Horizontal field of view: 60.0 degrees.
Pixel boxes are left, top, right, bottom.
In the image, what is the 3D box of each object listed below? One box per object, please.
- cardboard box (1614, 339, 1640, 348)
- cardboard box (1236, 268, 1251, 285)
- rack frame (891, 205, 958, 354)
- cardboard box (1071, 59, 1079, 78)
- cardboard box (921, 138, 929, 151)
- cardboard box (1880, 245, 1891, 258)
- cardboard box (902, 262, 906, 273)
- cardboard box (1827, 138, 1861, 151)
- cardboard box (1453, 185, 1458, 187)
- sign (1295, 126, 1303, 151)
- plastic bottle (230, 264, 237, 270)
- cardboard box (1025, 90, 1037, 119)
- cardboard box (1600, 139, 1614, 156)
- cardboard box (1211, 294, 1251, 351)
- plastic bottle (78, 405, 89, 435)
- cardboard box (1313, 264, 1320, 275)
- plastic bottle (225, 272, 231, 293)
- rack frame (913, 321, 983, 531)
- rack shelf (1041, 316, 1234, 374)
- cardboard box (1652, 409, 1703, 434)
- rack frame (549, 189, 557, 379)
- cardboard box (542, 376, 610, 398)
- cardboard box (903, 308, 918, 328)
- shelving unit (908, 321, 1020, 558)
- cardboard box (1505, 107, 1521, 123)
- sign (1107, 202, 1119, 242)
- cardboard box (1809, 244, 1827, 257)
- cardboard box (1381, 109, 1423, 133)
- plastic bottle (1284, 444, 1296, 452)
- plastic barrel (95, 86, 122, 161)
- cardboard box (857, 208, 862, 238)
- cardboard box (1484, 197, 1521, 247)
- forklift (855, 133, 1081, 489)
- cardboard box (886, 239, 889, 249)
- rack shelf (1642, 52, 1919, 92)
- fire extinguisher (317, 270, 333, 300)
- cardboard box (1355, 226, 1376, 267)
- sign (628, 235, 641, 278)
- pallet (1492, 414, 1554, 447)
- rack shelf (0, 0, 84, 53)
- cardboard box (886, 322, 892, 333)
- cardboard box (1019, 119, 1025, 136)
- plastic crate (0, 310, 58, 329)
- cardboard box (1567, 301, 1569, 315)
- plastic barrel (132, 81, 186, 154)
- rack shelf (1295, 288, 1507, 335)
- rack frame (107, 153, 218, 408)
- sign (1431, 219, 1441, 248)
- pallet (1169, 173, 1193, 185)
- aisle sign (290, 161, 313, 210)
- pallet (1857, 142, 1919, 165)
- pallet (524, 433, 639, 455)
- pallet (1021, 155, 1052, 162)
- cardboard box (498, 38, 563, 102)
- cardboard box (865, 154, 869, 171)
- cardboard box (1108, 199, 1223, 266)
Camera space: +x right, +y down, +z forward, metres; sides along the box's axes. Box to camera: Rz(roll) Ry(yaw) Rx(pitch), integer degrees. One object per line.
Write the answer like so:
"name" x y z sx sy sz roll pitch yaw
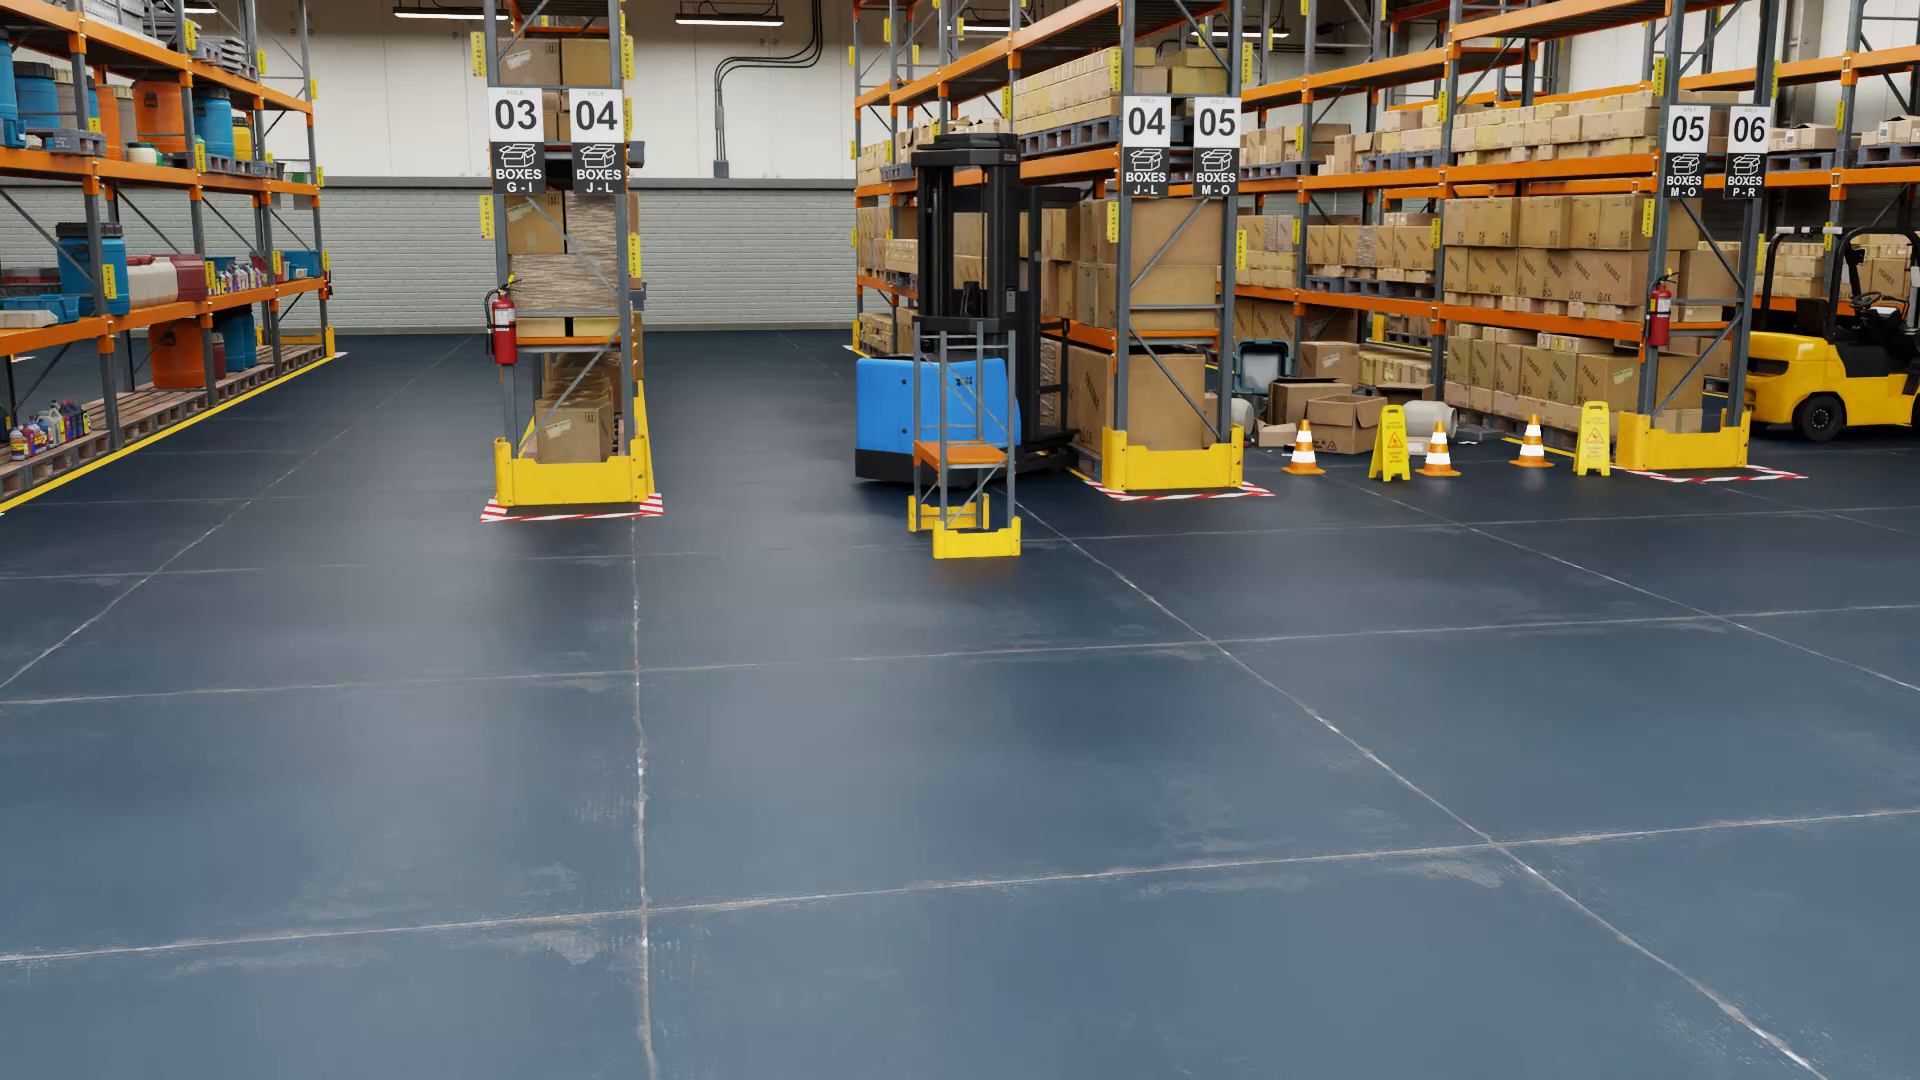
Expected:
"cardboard box" 9.650 -2.836 24.137 0.500 0.500 0.500 -2 11 -9
"cardboard box" 4.398 -3.895 24.540 0.500 0.250 0.500 -2 11 -12
"rack frame" -0.539 -4.142 25.436 1.000 3.000 0.127 -2 11 -11
"cardboard box" 1.201 -4.174 14.730 0.380 0.149 0.250 -2 11 -11
"cardboard box" -0.231 -5.118 22.272 0.500 0.500 0.500 -2 11 -11
"cardboard box" 10.655 -3.260 18.799 0.380 0.149 0.250 -2 11 -11
"cardboard box" -0.608 -3.850 23.452 0.380 0.149 0.250 -3 11 -14
"cardboard box" 10.749 -4.823 20.272 0.380 0.149 0.250 -2 11 -11
"cardboard box" 8.651 -6.117 28.461 0.380 0.149 0.250 -2 11 -9
"sign" 4.529 -5.355 22.190 0.100 0.325 0.005 -2 11 -11
"plastic bottle" -9.888 -3.580 22.615 0.144 0.351 0.185 -2 11 -11
"cardboard box" 0.937 -4.284 16.373 0.500 0.250 0.500 -2 11 -11
"cardboard box" 6.188 -3.639 15.445 0.380 0.149 0.250 -2 11 -9
"cardboard box" 4.496 -3.392 26.056 0.875 0.875 0.875 -2 11 -9
"plastic bottle" -8.309 -1.138 15.742 0.061 0.283 0.133 -2 11 -8
"cardboard box" 4.956 -3.623 22.260 0.380 0.149 0.250 -3 11 -14
"plastic bottle" -9.492 -3.328 21.505 0.097 0.271 0.097 0 11 0
"rack frame" -0.082 -0.814 11.964 0.500 1.500 0.032 -2 11 -11
"rack shelf" 1.406 -1.954 15.867 1.077 0.370 4.000 -2 11 -11
"cardboard box" 6.745 -1.153 15.963 0.500 0.250 0.500 -2 11 -11
"rack frame" -4.646 -3.246 20.731 1.000 3.000 0.127 -2 11 -11
"cardboard box" -3.710 -1.312 16.127 0.500 0.500 0.500 1 11 7
"cardboard box" -0.548 -3.246 24.285 0.500 0.250 0.500 -2 11 -9
"shelving unit" 0.015 -0.723 11.483 0.587 1.500 1.083 -2 11 -11
"cardboard box" 5.838 -4.357 17.084 0.380 0.149 0.250 -2 11 -13
"sign" 1.260 -2.609 13.652 0.100 0.325 0.005 -2 11 -11
"cardboard box" 10.437 -3.477 19.939 0.380 0.149 0.250 -2 11 -9
"cardboard box" 5.395 -5.013 19.931 0.500 0.250 0.500 -2 11 -10
"plastic bottle" 3.264 -0.902 16.270 0.133 0.061 0.283 -6 13 -31
"plastic barrel" -9.430 -4.472 18.001 0.600 0.830 0.708 -2 11 -11
"cardboard box" -1.490 -5.470 28.676 0.500 0.500 0.500 -2 11 -11
"cardboard box" 5.875 -3.284 17.188 0.700 0.500 0.500 -2 11 -12
"forklift" 0.377 -2.084 14.808 1.130 2.935 3.031 8 13 35
"cardboard box" -0.913 -4.428 24.897 0.380 0.149 0.250 -2 11 -8
"rack shelf" 10.332 -5.818 21.193 1.077 0.370 4.000 -2 11 -11
"fire extinguisher" -10.644 -4.357 27.768 0.296 0.674 0.183 -2 11 -11
"cardboard box" 5.243 -3.633 20.575 0.500 0.500 0.500 -3 11 -13
"sign" -2.558 -2.224 13.045 0.100 0.325 0.005 -2 11 -11
"pallet" 6.259 -1.157 17.212 1.003 0.211 1.213 -2 11 -11
"rack shelf" -8.337 -4.363 13.547 1.077 0.370 4.000 -2 11 -11
"cardboard box" -0.952 -3.341 26.139 0.380 0.149 0.250 -2 11 -10
"cardboard box" 0.807 -4.154 16.756 0.380 0.149 0.250 -2 11 -11
"plastic crate" -8.162 -1.915 14.438 0.530 0.136 0.437 -2 11 -11
"cardboard box" 6.170 -2.265 16.248 0.380 0.149 0.250 -2 11 -10
"plastic barrel" -9.612 -5.061 19.972 0.600 0.830 0.708 -2 11 -11
"rack shelf" 5.464 -2.887 20.764 1.077 0.370 4.000 -2 11 -11
"rack frame" -9.504 -3.066 19.785 1.000 3.000 0.127 -2 11 -11
"sign" 5.309 -3.421 18.552 0.100 0.325 0.005 -2 11 -11
"pallet" 3.914 -6.144 28.170 1.003 0.211 1.213 -2 11 -11
"aisle sign" -10.787 -5.835 27.376 0.394 0.787 0.004 -2 11 -11
"pallet" 10.912 -4.329 18.633 1.003 0.211 1.213 -2 11 -11
"pallet" -3.462 -0.797 15.319 1.003 0.211 1.213 -2 11 -11
"pallet" 0.790 -4.221 18.338 0.805 0.209 1.217 -3 11 -13
"cardboard box" -3.639 -3.969 14.103 0.500 0.500 0.500 -2 11 -11
"cardboard box" -1.297 -6.242 27.512 0.500 0.250 0.500 -2 11 -10
"cardboard box" 1.761 -2.615 14.122 0.875 0.550 0.550 -2 11 -11
